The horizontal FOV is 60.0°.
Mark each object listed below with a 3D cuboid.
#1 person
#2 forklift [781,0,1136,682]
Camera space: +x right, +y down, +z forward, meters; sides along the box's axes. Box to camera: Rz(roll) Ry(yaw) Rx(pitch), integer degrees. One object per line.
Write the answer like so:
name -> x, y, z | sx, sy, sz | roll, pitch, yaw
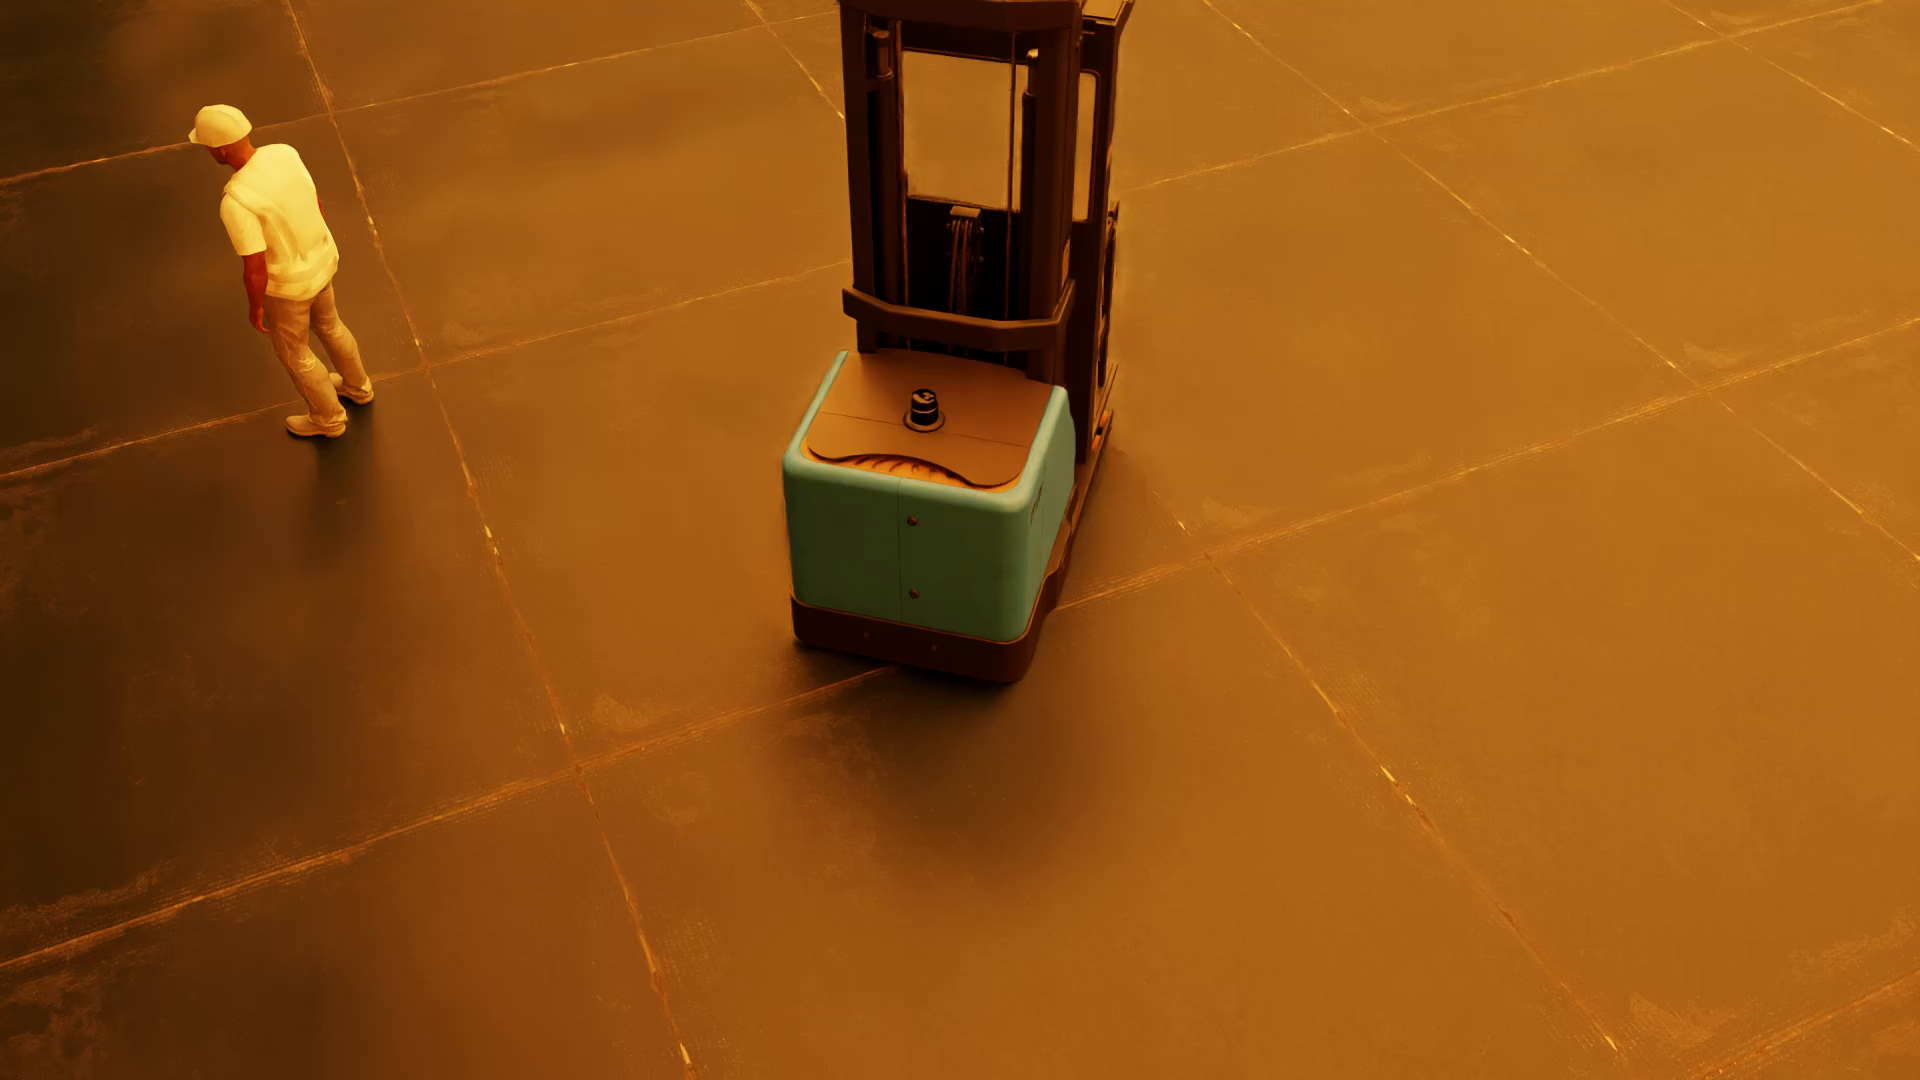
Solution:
person -> -3.200, -1.269, 7.902 | 0.461, 1.759, 0.630 | 10, 44, 11
forklift -> 0.142, -1.487, 7.273 | 1.130, 2.935, 3.031 | 10, 44, 11
